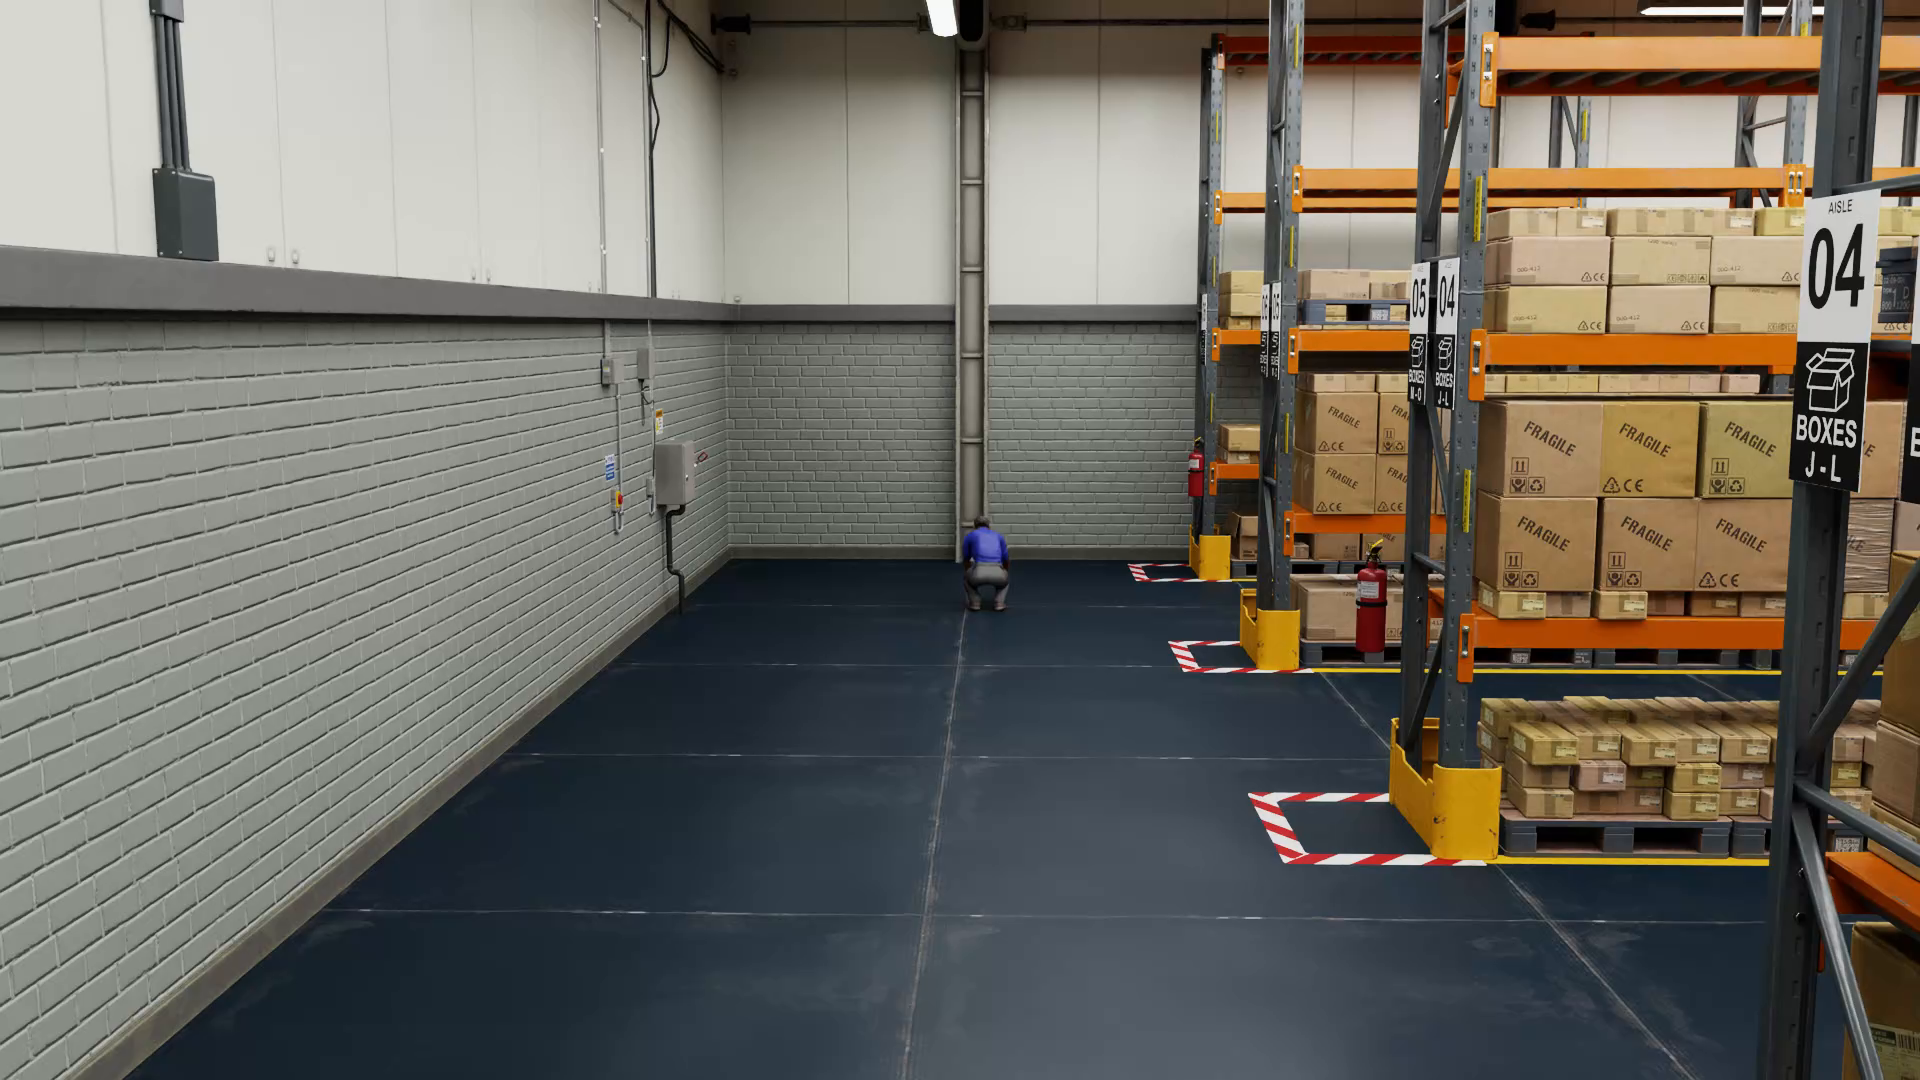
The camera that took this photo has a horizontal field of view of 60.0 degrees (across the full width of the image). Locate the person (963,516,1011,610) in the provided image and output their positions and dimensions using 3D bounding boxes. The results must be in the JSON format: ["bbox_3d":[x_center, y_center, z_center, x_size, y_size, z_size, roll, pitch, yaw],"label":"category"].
[{"bbox_3d":[0.272,0.231,16.941,0.495,0.923,0.827,0,7,1],"label":"person"}]
